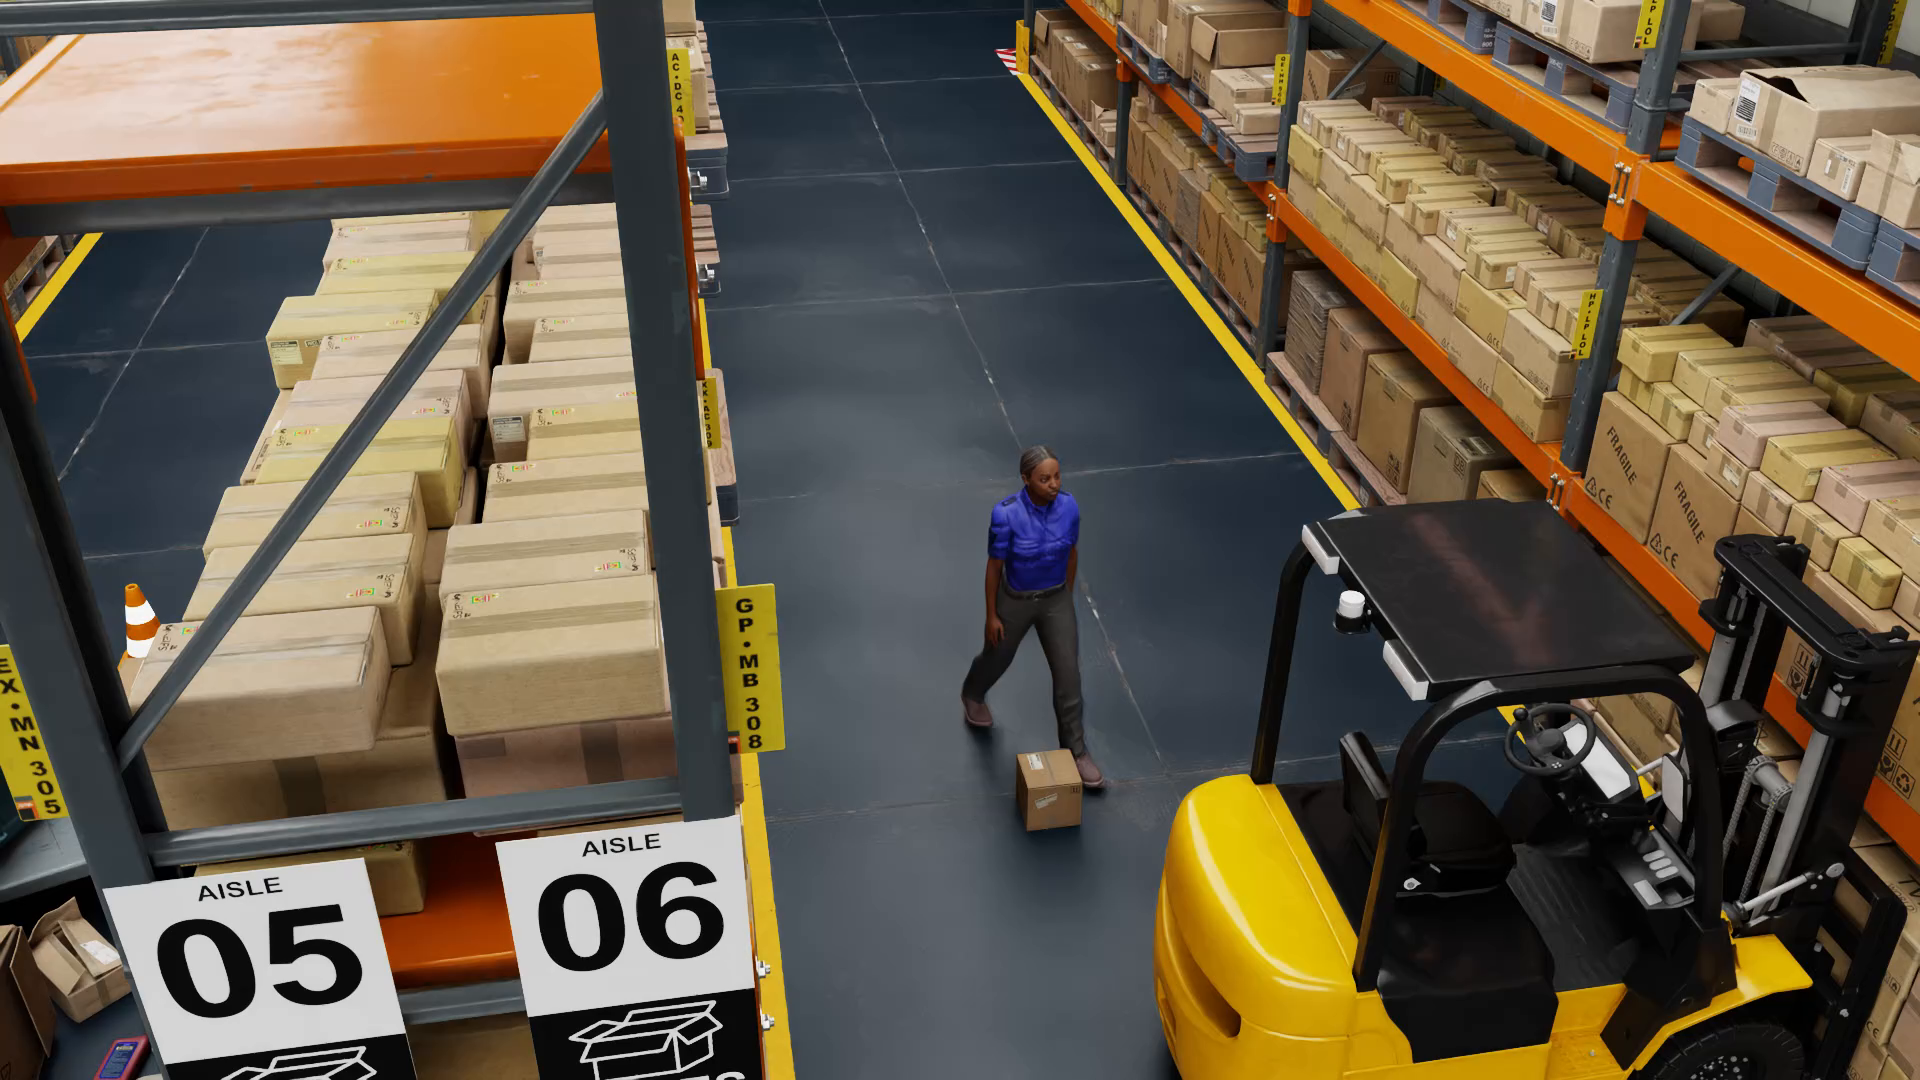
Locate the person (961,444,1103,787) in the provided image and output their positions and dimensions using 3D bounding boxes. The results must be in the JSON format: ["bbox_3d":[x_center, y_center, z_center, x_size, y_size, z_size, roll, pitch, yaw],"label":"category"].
[{"bbox_3d":[0.338,0.296,7.633,0.471,1.618,0.878,-10,32,-17],"label":"person"}]
